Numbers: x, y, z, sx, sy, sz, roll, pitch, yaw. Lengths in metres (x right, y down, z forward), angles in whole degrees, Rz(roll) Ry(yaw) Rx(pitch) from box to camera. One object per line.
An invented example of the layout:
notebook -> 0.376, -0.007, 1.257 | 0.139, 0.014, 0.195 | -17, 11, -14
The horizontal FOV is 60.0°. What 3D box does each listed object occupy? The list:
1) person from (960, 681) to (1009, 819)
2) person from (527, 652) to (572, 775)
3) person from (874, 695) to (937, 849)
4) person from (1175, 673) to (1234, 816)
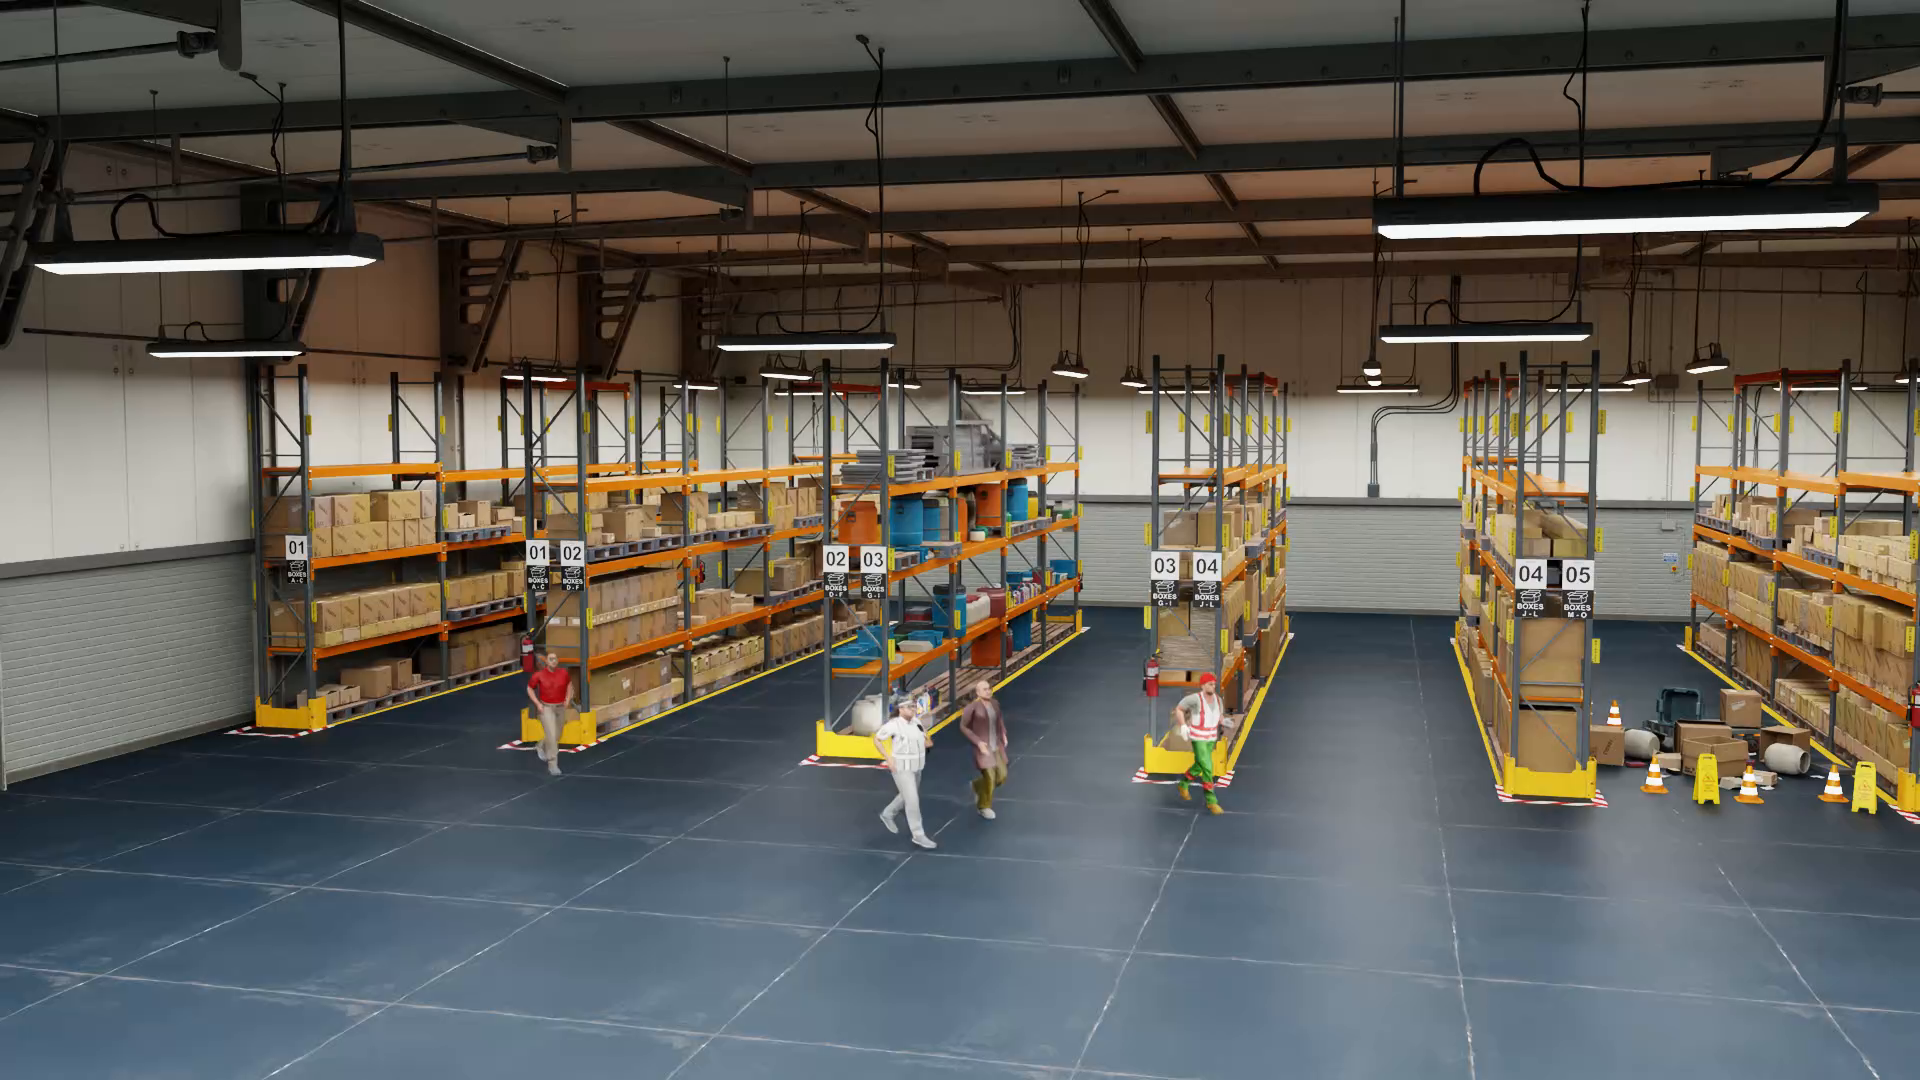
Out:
person -> 0.315, 2.671, 21.314 | 0.711, 1.744, 0.600 | -3, 5, -39
person -> -5.944, 2.484, 24.153 | 0.676, 1.746, 0.831 | -3, 5, -39
person -> -0.634, 2.721, 19.871 | 0.986, 1.772, 0.660 | 3, 5, 37
person -> 3.146, 2.614, 21.688 | 0.606, 1.808, 0.969 | -3, 5, -37
